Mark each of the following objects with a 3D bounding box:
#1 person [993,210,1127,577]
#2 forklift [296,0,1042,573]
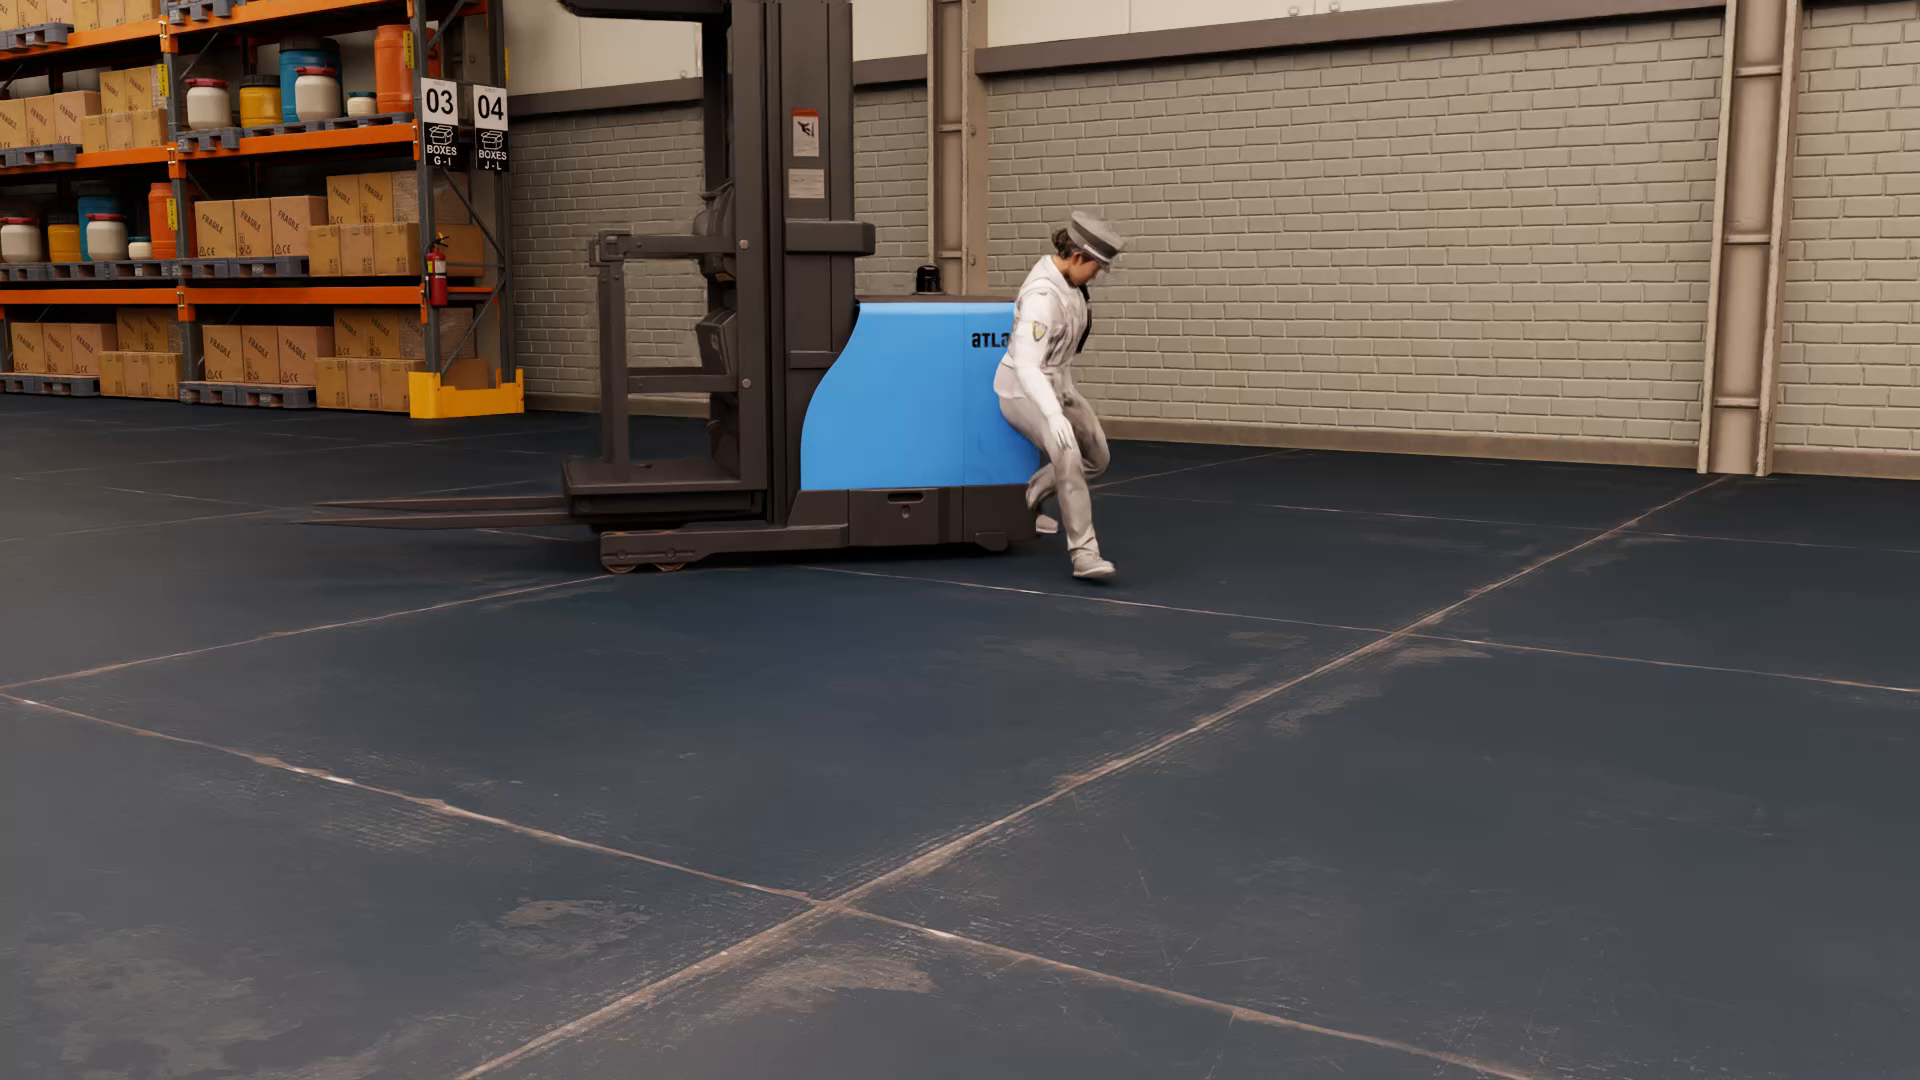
[{"bbox_3d":[0.432,-0.608,6.791,0.744,1.431,1.090,4,9,24],"label":"person"},{"bbox_3d":[-1.220,-1.400,7.036,3.031,2.935,1.130,-2,8,-15],"label":"forklift"}]
